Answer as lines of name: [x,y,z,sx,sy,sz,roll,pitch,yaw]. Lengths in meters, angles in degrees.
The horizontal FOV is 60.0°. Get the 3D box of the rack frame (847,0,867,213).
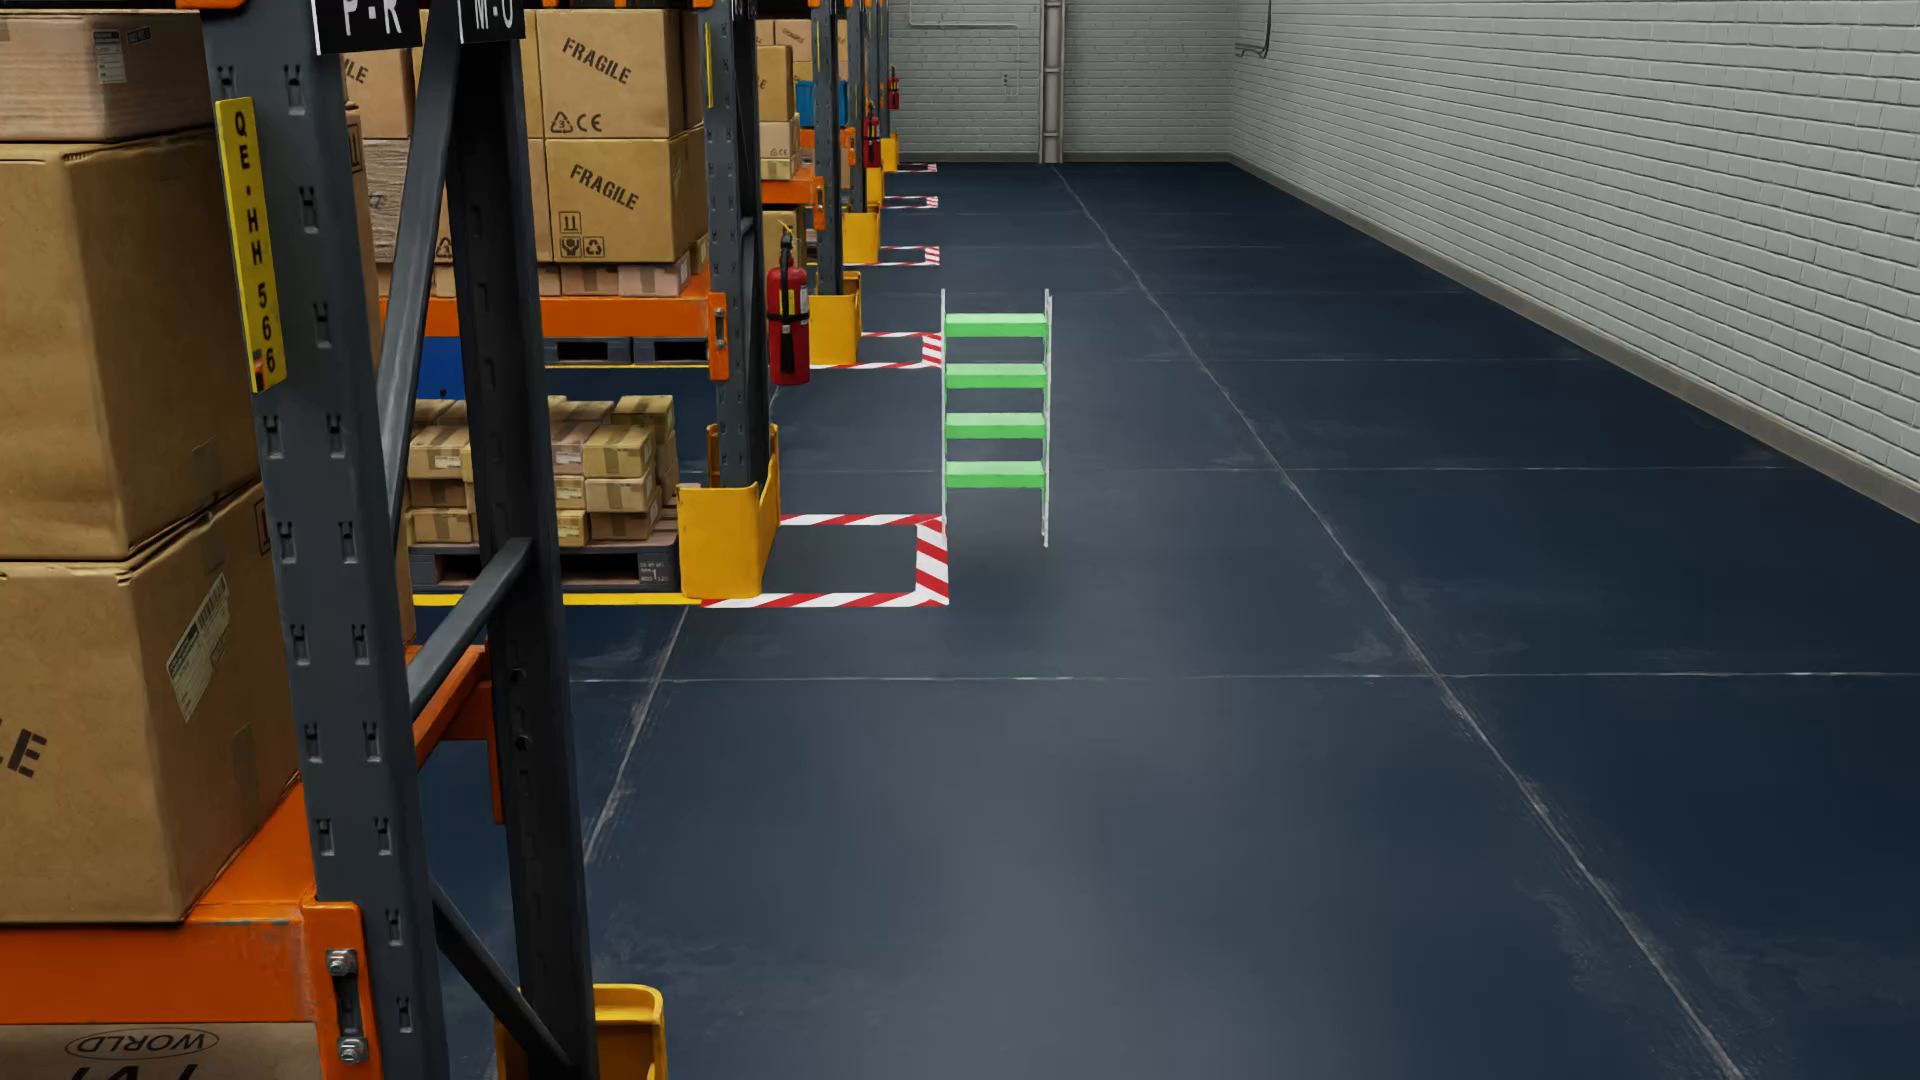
rack frame: [-1.037,-4.378,16.784,0.127,3.000,1.000,0,18,-1]

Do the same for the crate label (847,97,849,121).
crate label: [-1.289,-4.426,17.110,0.303,0.233,0.416,0,18,-1]

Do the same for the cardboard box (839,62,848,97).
cardboard box: [-1.555,-5.853,21.219,0.500,0.500,0.500,0,18,1]

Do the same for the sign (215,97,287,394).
sign: [-0.808,-0.337,1.903,0.005,0.325,0.100,0,18,-1]

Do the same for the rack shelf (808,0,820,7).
rack shelf: [-2.959,-3.941,11.690,4.000,0.370,1.077,0,18,-1]

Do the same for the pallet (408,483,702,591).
pallet: [-1.871,-0.028,7.790,1.213,0.211,1.003,0,18,-1]

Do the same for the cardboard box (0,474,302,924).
cardboard box: [-1.281,0.197,2.358,0.500,0.500,0.500,0,18,-1]

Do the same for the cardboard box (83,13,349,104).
cardboard box: [-1.162,-0.754,2.624,0.250,0.149,0.380,0,18,0]

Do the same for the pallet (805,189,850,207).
pallet: [-1.985,-4.558,21.912,1.213,0.211,1.003,0,18,-1]

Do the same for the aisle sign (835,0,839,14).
aisle sign: [-0.892,-4.195,11.958,0.004,0.787,0.394,0,18,-1]

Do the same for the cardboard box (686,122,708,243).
cardboard box: [-1.435,-1.621,7.540,0.500,0.500,0.500,1,18,2]

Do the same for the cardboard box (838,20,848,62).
cardboard box: [-1.552,-6.328,21.063,0.500,0.500,0.500,0,18,-1]

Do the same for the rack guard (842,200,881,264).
rack guard: [-1.013,-3.192,17.178,0.348,0.500,1.175,0,18,-1]

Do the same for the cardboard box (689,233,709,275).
cardboard box: [-1.311,-1.329,7.690,0.250,0.149,0.380,0,18,-1]

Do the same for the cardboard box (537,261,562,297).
cardboard box: [-1.803,-1.147,7.122,0.250,0.149,0.380,0,18,-1]

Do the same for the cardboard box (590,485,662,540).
cardboard box: [-1.505,-0.126,7.509,0.250,0.149,0.380,0,18,0]

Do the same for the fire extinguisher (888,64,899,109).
fire extinguisher: [-1.035,-7.049,25.848,0.183,0.674,0.296,0,18,-1]

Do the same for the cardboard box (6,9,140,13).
cardboard box: [-3.504,-1.924,6.846,0.500,0.500,0.500,0,18,0]

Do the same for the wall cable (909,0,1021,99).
wall cable: [0.072,-8.182,26.981,1.851,1.984,0.084,0,18,-1]

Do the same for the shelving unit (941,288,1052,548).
shelving unit: [0.166,-0.572,7.867,0.503,1.200,0.258,0,18,-1]

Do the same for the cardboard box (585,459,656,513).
cardboard box: [-1.505,-0.244,7.390,0.250,0.149,0.380,-1,18,-2]

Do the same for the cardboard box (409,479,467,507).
cardboard box: [-2.295,-0.271,7.475,0.250,0.149,0.380,0,18,-2]

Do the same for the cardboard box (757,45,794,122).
cardboard box: [-1.442,-3.210,11.673,0.500,0.500,0.500,0,18,0]

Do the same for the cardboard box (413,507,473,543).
cardboard box: [-2.273,-0.114,7.471,0.250,0.149,0.380,0,18,0]

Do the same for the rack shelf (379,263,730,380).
rack shelf: [-2.981,-0.997,7.424,4.000,0.370,1.077,0,18,-1]

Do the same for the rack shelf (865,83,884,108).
rack shelf: [-3.193,-7.051,26.296,4.000,0.370,1.077,0,18,-1]

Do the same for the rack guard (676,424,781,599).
rack guard: [-1.058,-0.159,7.725,0.348,0.500,1.175,0,18,-1]

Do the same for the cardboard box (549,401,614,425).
cardboard box: [-1.785,-0.539,7.822,0.250,0.149,0.380,0,18,0]

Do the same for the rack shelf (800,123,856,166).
rack shelf: [-3.037,-4.026,16.864,4.000,0.370,1.077,0,18,-1]

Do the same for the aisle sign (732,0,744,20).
aisle sign: [-0.904,-2.496,6.663,0.004,0.787,0.394,0,18,-1]

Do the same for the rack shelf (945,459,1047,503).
rack shelf: [0.166,-0.283,7.960,0.480,0.148,0.258,0,18,-1]

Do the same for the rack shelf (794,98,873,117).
rack shelf: [-3.111,-5.538,21.580,4.000,0.370,1.077,0,18,-1]

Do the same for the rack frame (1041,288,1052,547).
rack frame: [0.410,-0.573,7.870,0.015,1.200,0.240,0,18,-1]

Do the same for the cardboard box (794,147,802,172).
cardboard box: [-1.319,-2.844,12.415,0.250,0.149,0.380,0,18,0]

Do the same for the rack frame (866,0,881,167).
rack frame: [-1.112,-5.891,21.500,0.127,3.000,1.000,0,18,-1]

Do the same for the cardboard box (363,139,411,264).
cardboard box: [-2.449,-1.452,7.012,0.500,0.500,0.500,0,18,-1]

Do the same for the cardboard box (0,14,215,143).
cardboard box: [-1.158,-0.608,2.170,0.250,0.149,0.380,0,18,0]

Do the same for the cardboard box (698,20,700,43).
cardboard box: [-3.089,-6.319,21.035,0.500,0.500,0.500,0,18,1]

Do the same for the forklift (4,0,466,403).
forklift: [-4.197,-1.837,8.974,3.031,2.935,1.130,6,19,18]

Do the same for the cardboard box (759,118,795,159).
cardboard box: [-1.439,-2.852,11.786,0.500,0.250,0.500,-1,18,-2]

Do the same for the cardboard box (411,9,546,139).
cardboard box: [-1.942,-1.934,6.879,0.500,0.500,0.500,-1,18,-3]

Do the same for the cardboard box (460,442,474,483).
cardboard box: [-2.016,-0.372,7.301,0.250,0.149,0.380,-1,18,-2]

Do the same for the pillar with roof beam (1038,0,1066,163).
pillar with roof beam: [1.560,-9.223,22.065,0.400,9.000,9.100,0,18,-1]

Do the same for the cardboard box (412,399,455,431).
cardboard box: [-2.563,-0.552,7.862,0.250,0.149,0.380,0,18,1]
